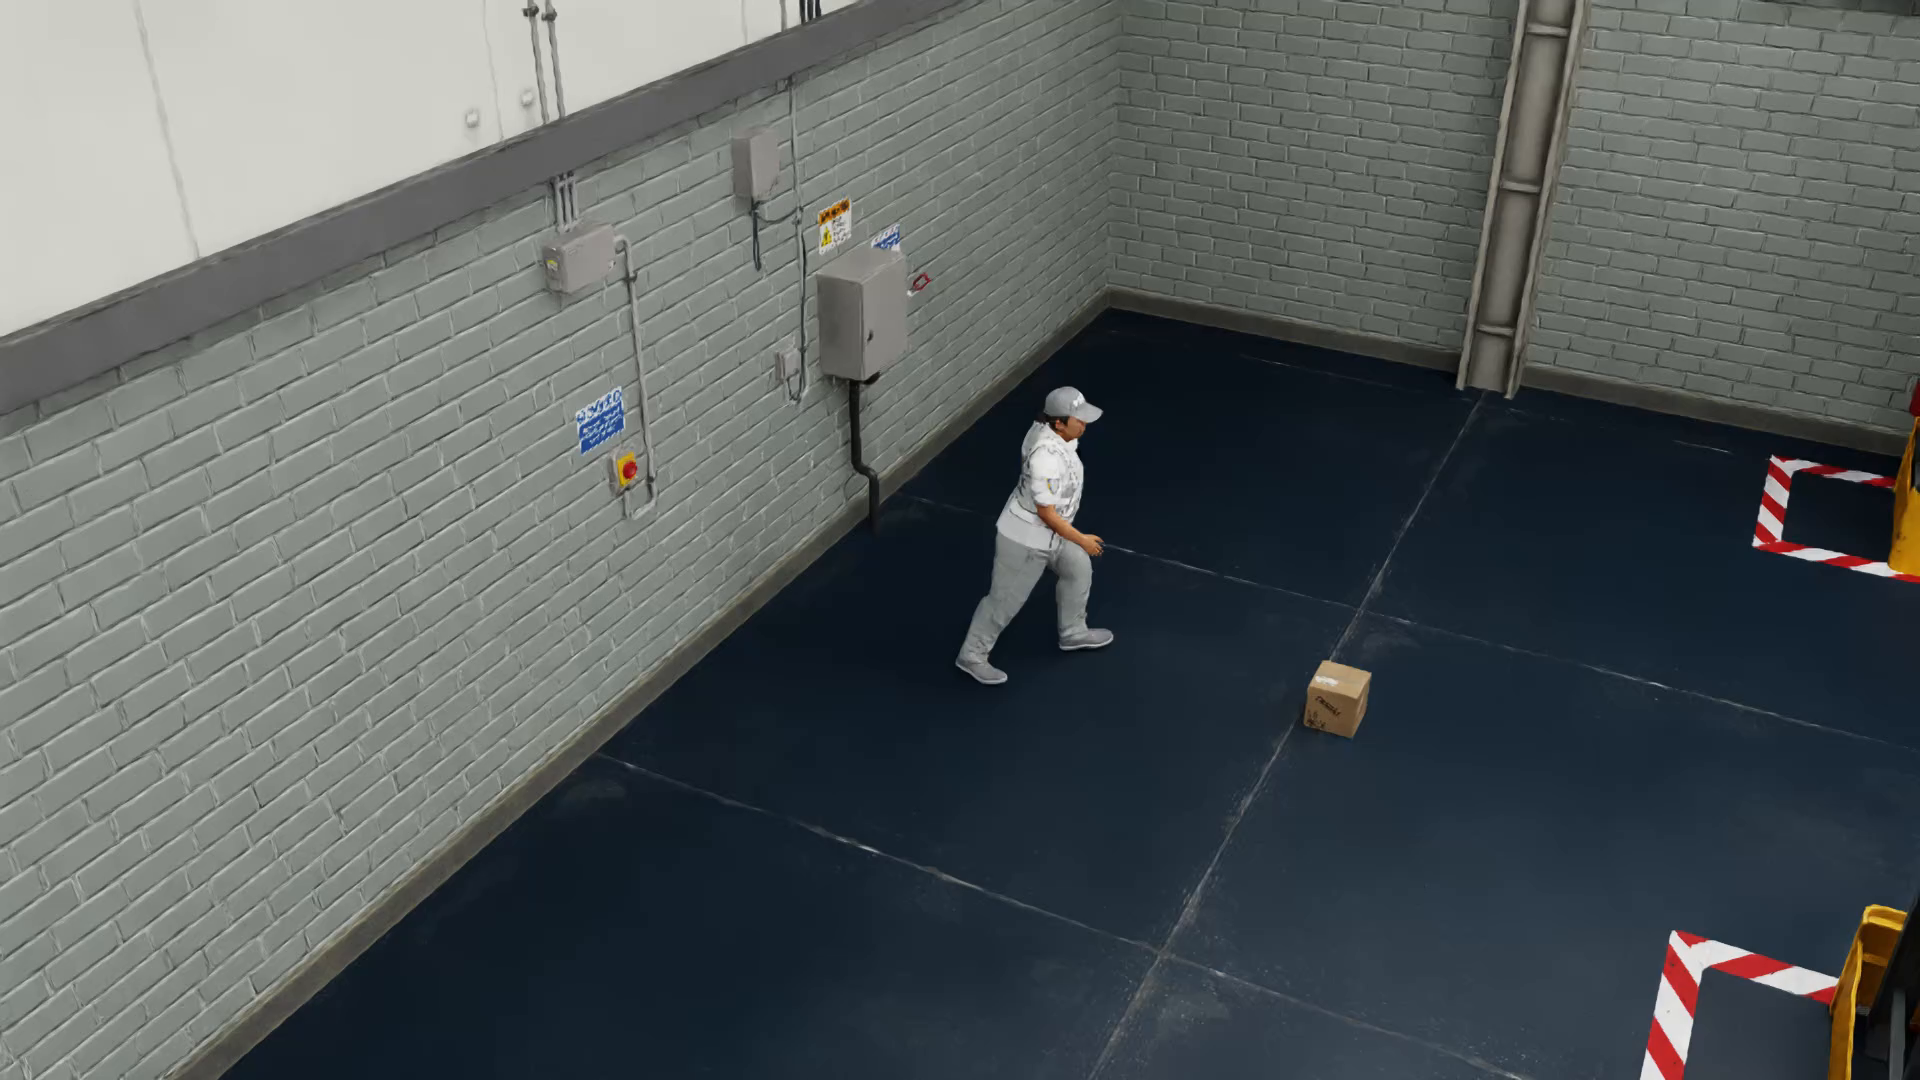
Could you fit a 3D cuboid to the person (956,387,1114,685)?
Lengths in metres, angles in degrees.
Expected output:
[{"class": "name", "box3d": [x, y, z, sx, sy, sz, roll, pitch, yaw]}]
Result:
[{"class": "person", "box3d": [0.388, -0.046, 8.388, 0.779, 1.612, 0.627, 6, 31, 11]}]
